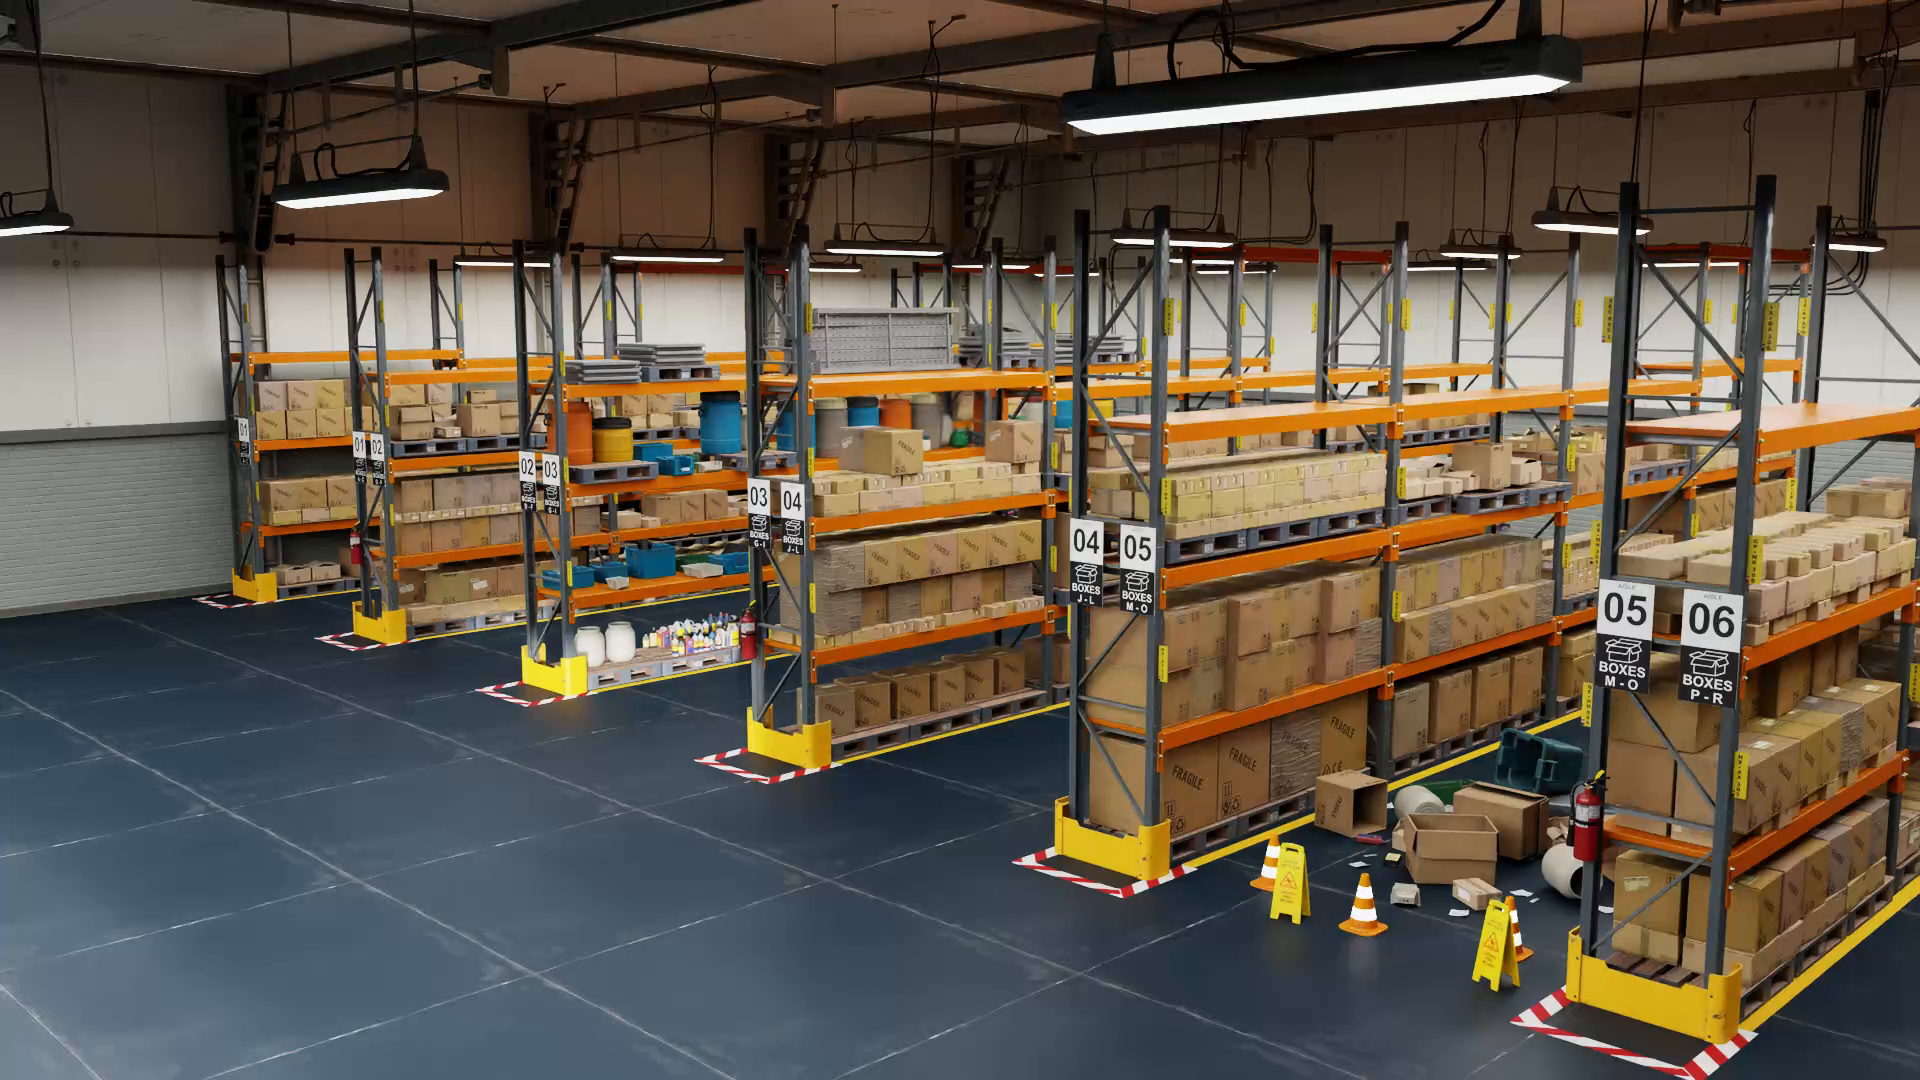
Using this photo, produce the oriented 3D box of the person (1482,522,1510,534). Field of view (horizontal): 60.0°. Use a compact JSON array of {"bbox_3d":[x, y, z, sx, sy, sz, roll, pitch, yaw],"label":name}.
[{"bbox_3d":[9.961,-0.028,31.048,0.550,1.670,0.676,-4,9,-27],"label":"person"}]
